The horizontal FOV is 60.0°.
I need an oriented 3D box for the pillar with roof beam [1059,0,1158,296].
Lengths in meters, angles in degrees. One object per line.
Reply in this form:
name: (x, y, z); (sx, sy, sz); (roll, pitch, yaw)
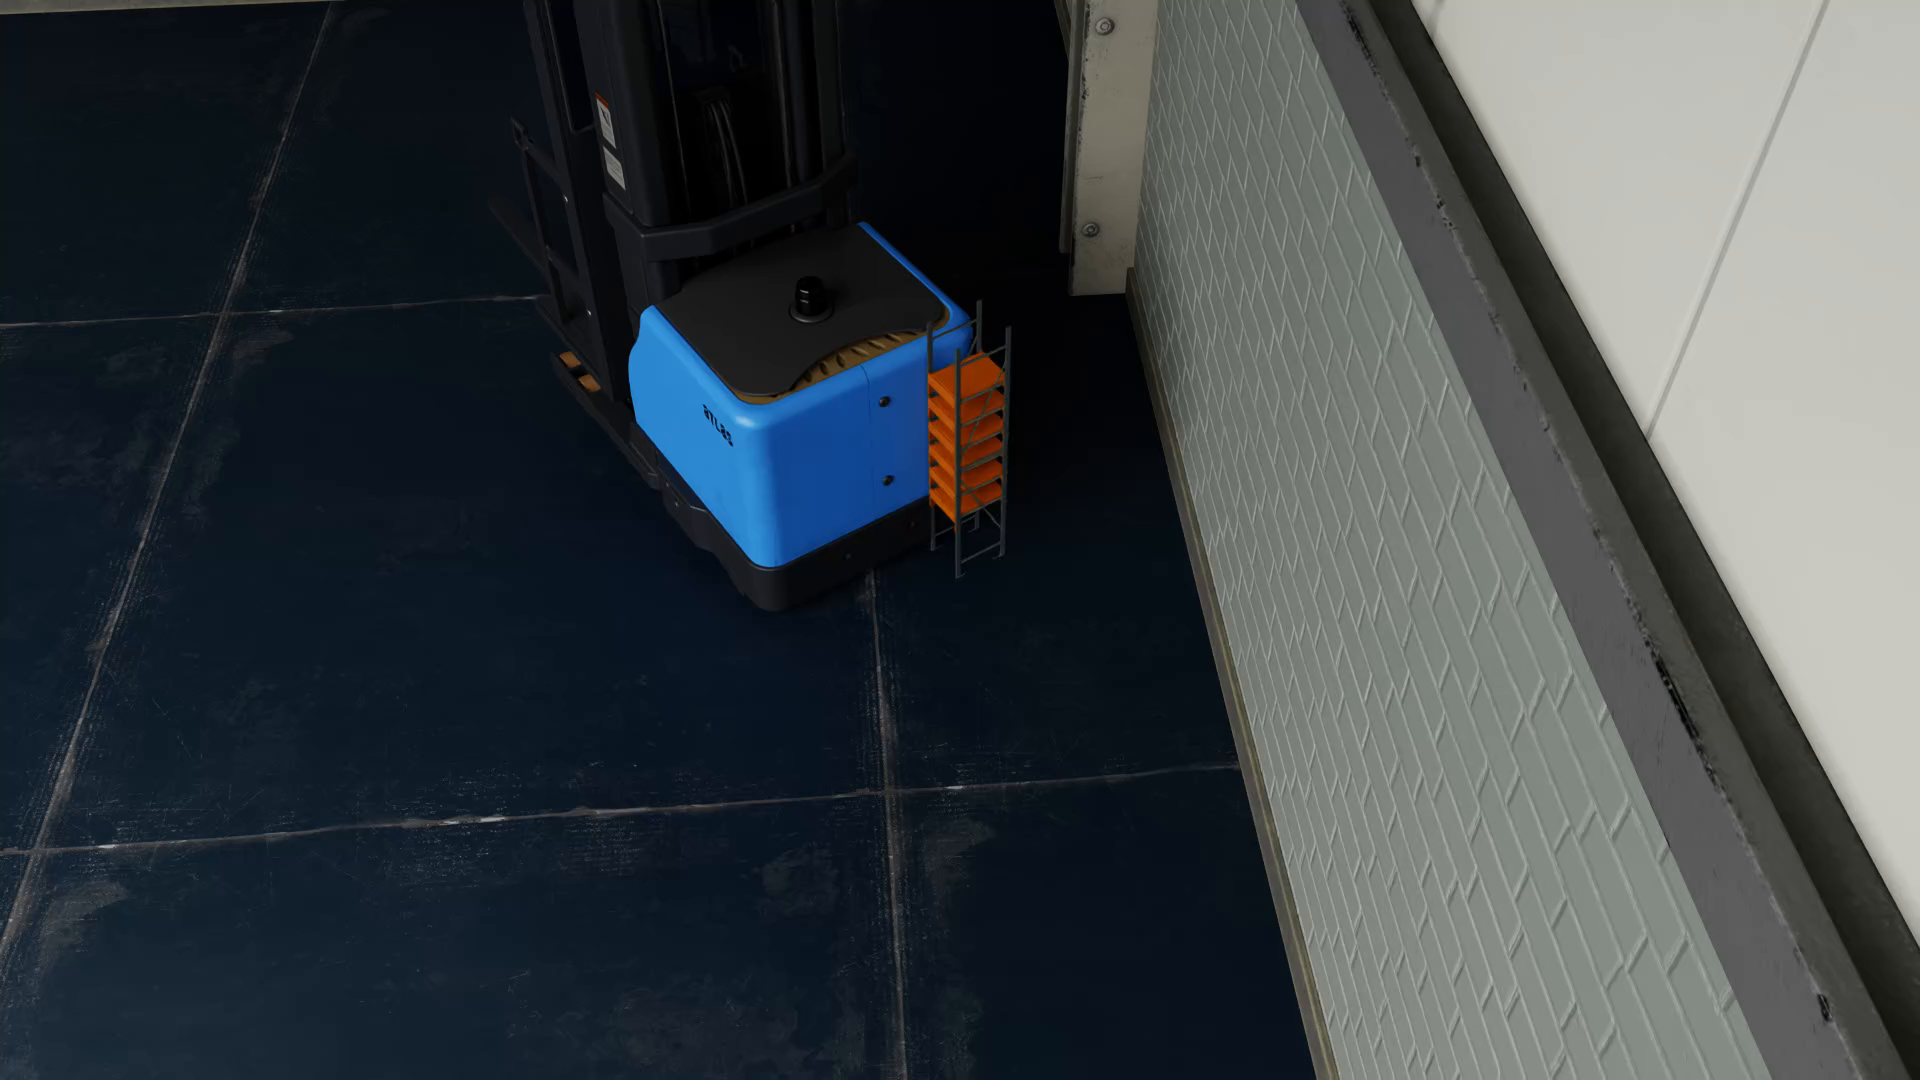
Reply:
pillar with roof beam: (-3.627, -4.161, 4.629); (9.100, 9.000, 0.400); (-3, 47, -3)

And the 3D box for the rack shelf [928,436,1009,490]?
rack shelf: (0.032, -0.330, 6.434); (0.258, 0.103, 0.180); (-26, 52, -23)

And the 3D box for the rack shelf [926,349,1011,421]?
rack shelf: (0.032, -0.577, 6.172); (0.258, 0.103, 0.180); (-26, 52, -23)

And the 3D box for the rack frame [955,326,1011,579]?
rack frame: (0.083, -0.305, 6.349); (0.240, 1.200, 0.006); (-26, 52, -23)

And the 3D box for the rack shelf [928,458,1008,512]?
rack shelf: (0.032, -0.247, 6.521); (0.258, 0.103, 0.180); (-26, 52, -23)

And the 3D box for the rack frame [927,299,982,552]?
rack frame: (-0.020, -0.415, 6.453); (0.240, 1.200, 0.006); (-26, 52, -23)

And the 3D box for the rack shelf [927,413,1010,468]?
rack shelf: (0.032, -0.412, 6.346); (0.258, 0.103, 0.180); (-26, 52, -23)

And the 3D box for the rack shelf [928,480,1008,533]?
rack shelf: (0.032, -0.165, 6.608); (0.258, 0.103, 0.180); (-26, 52, -23)

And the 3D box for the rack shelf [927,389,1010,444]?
rack shelf: (0.032, -0.495, 6.259); (0.258, 0.103, 0.180); (-26, 52, -23)

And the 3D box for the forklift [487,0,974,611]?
forklift: (-1.186, -1.768, 6.542); (1.130, 2.935, 3.031); (-27, 52, -23)

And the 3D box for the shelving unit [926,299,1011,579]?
shelving unit: (0.032, -0.360, 6.401); (0.258, 1.200, 0.189); (-26, 52, -23)
